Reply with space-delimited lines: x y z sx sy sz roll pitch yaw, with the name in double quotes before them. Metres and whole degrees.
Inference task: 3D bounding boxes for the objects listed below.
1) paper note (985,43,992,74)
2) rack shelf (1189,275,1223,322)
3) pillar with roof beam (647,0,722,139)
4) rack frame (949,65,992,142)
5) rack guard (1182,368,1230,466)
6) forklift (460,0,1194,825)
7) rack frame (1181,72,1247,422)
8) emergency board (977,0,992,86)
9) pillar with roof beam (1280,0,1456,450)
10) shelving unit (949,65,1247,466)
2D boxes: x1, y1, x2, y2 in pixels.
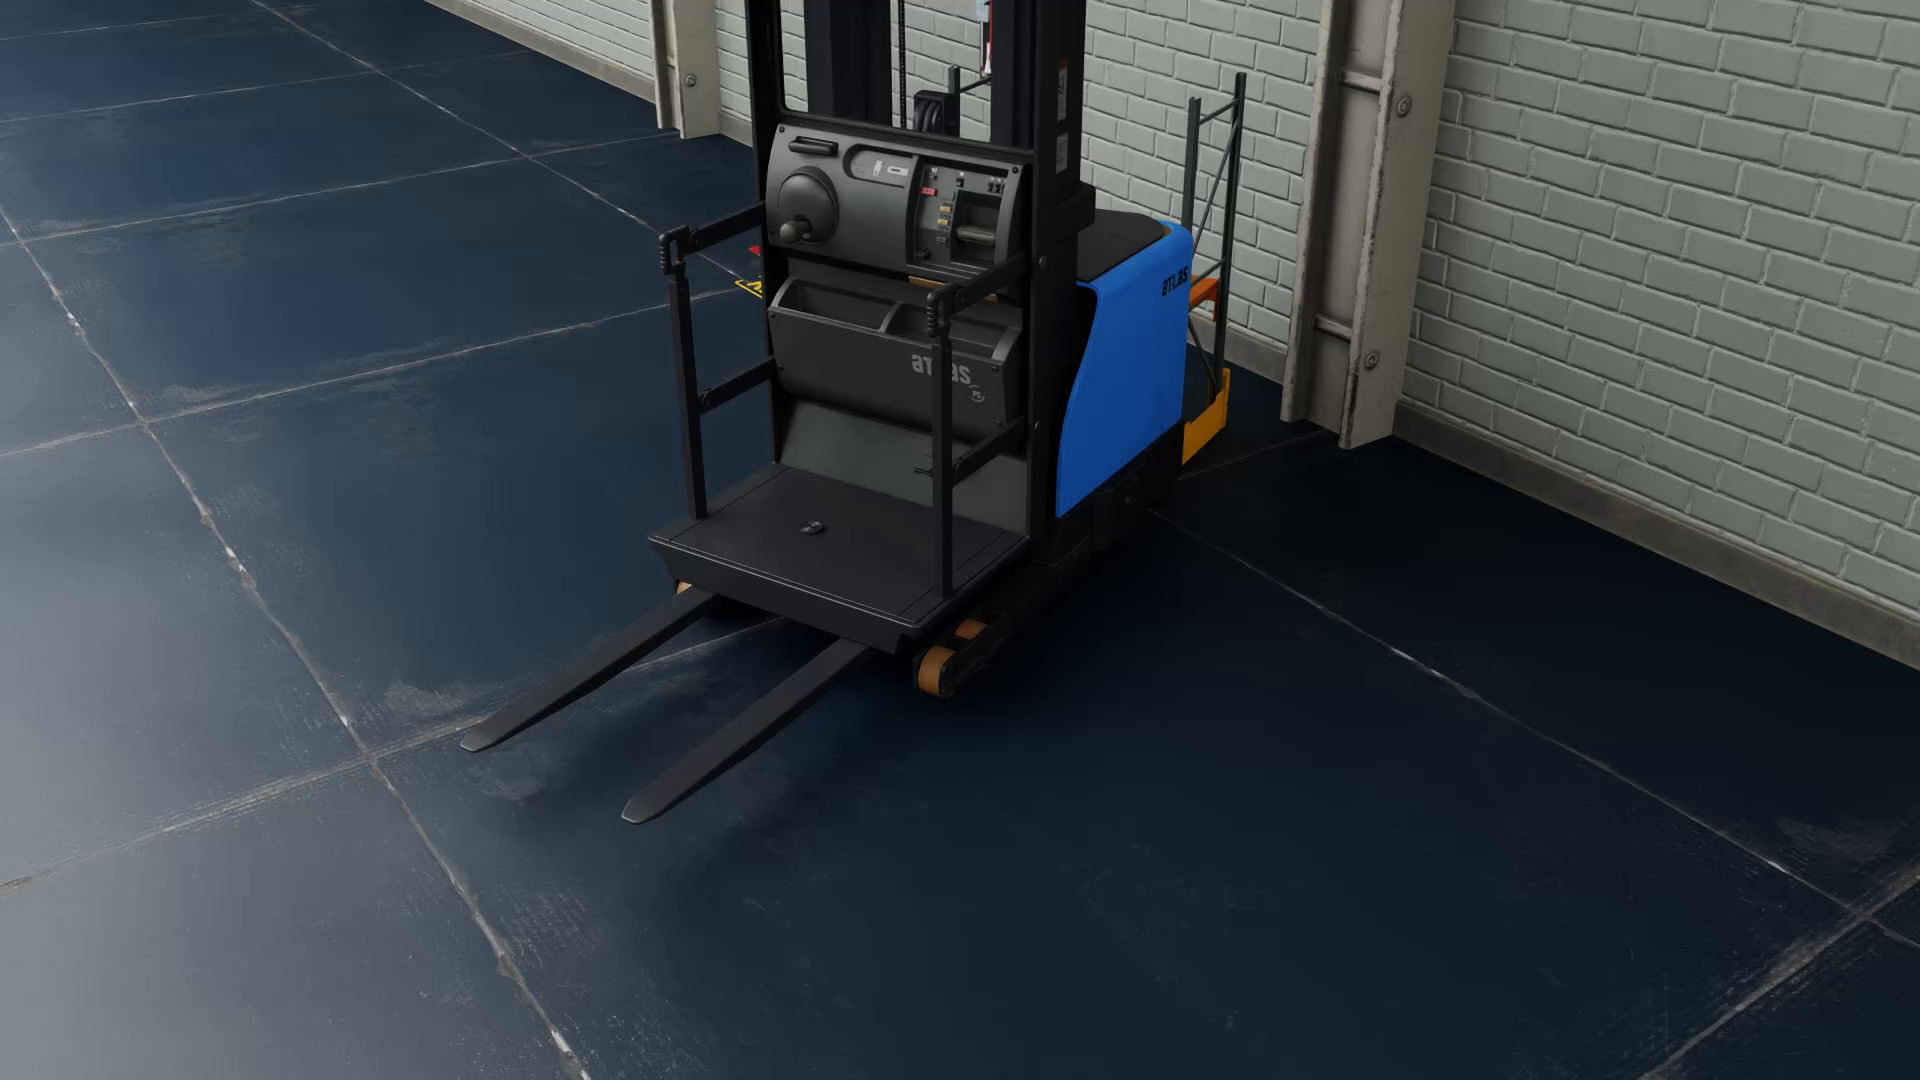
"paper note" 0.177 -2.486 8.607 0.016 0.148 0.142 -19 34 -31
"rack shelf" 0.533 -1.015 6.923 1.000 0.185 0.538 15 32 26
"pillar with roof beam" -5.361 -5.591 7.115 9.100 9.000 0.400 -19 34 -31
"rack frame" 0.093 -1.294 7.060 0.032 1.500 0.500 15 32 26
"rack guard" 0.972 -0.502 6.912 0.087 0.250 0.587 15 32 26
"forklift" -0.331 -1.037 5.088 1.130 2.935 3.031 17 33 28
"rack frame" 0.974 -1.051 6.614 0.032 1.500 0.500 15 32 26
"emergency board" 0.224 -2.785 8.235 0.194 1.169 0.643 -19 34 -31
"pillar with roof beam" -1.881 -3.258 2.820 9.100 9.000 0.400 -19 34 -31
"shelving unit" 0.541 -1.171 6.833 1.083 1.500 0.587 15 32 26
